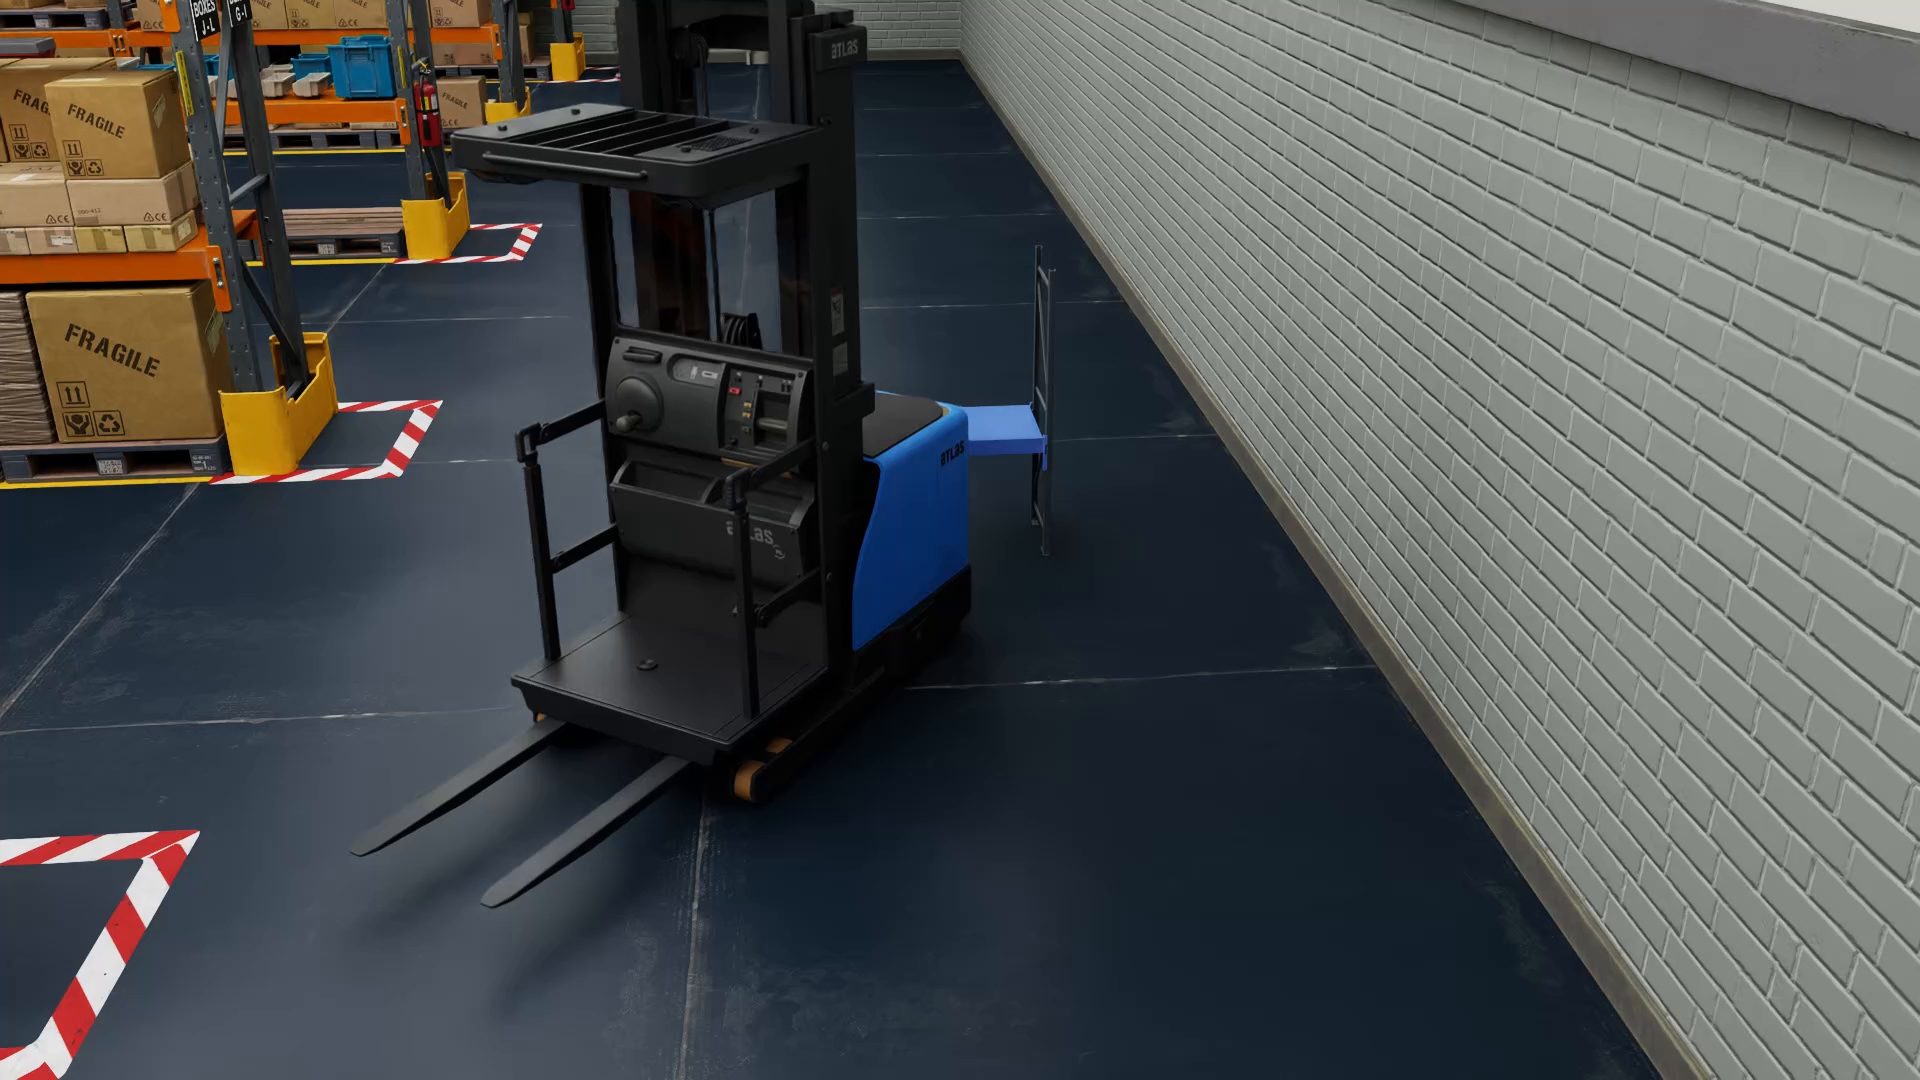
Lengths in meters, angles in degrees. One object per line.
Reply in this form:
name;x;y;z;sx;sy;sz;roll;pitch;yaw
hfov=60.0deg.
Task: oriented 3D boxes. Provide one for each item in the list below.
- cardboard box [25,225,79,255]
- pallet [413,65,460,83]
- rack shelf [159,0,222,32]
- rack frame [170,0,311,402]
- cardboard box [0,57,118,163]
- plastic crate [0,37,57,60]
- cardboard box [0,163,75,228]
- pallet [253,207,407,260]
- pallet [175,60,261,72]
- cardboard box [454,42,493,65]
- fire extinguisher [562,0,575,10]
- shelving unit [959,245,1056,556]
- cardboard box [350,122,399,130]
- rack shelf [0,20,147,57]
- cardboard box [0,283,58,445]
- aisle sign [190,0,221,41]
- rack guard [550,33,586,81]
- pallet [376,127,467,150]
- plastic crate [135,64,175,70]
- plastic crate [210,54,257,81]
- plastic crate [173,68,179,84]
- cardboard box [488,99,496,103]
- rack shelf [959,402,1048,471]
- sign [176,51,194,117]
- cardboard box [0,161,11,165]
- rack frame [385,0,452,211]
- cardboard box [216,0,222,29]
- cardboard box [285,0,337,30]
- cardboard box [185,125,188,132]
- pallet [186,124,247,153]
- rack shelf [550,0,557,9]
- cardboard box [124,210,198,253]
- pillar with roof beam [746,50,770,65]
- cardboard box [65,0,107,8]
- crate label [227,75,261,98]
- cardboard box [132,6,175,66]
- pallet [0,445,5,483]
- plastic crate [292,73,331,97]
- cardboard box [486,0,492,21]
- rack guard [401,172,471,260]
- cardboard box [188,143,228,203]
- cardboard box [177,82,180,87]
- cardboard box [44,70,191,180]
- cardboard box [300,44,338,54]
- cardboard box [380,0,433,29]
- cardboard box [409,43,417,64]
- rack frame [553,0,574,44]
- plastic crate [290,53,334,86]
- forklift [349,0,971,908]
cardboard box;-4.937;-1.694;9.177;0.250;0.149;0.380;-2;24;-5
pallet;-7.565;-6.598;23.334;1.213;0.211;1.003;-2;24;-5
rack shelf;-6.096;-2.939;8.862;4.000;0.370;1.077;-2;24;-5
rack frame;-4.105;-1.977;9.504;0.127;3.000;1.000;-2;24;-5
cardboard box;-5.107;-2.457;9.480;0.500;0.500;0.500;-3;24;-6
plastic crate;-7.660;-3.810;13.476;0.583;0.464;0.402;-2;24;-5
cardboard box;-5.066;-1.898;9.145;0.500;0.250;0.500;-3;24;-6
pallet;-5.417;-2.687;14.536;1.213;0.211;1.003;-2;24;-5
pallet;-10.307;-6.488;23.087;1.213;0.211;1.003;-2;24;-5
cardboard box;-6.751;-6.944;23.241;0.500;0.500;0.700;-2;24;-5
fire extinguisher;-5.370;-7.597;22.703;0.183;0.674;0.296;-2;24;-5
shelving unit;-0.085;-0.682;8.438;1.048;1.500;0.538;-2;24;-5
cardboard box;-6.541;-4.779;18.652;0.500;0.250;0.500;-2;24;-5
rack shelf;-11.046;-5.413;18.121;4.000;0.370;1.077;-2;24;-5
cardboard box;-5.640;-1.104;9.639;0.875;0.875;0.875;-2;24;-5
aisle sign;-4.004;-3.046;8.710;0.004;0.787;0.394;-2;24;-5
rack guard;-5.542;-6.842;23.528;0.348;0.500;1.175;-2;24;-5
pallet;-5.944;-4.671;19.000;1.213;0.211;1.003;-2;24;-5
plastic crate;-6.611;-3.744;13.613;0.300;0.233;0.416;-2;24;-5
plastic crate;-6.181;-4.000;14.189;0.300;0.233;0.416;-2;24;-5
plastic crate;-6.869;-3.917;14.120;0.466;0.136;0.293;-2;24;-5
cardboard box;-5.526;-5.002;19.278;0.250;0.149;0.380;-2;24;-5
rack shelf;-0.085;-0.518;8.511;1.000;0.185;0.538;-2;24;-5
sign;-4.066;-2.394;8.726;0.005;0.325;0.100;-2;24;-5
cardboard box;-5.627;-2.092;9.582;0.500;0.250;0.500;-3;24;-7
rack frame;-4.592;-3.979;14.008;0.127;3.000;1.000;-2;24;-5
cardboard box;-8.013;-5.799;17.981;0.500;0.500;0.500;-2;24;-4
cardboard box;-7.009;-5.839;18.071;0.500;0.500;0.500;-3;24;-6
cardboard box;-8.617;-4.723;18.452;0.500;0.311;0.500;-2;24;-5
pallet;-8.372;-4.574;18.781;1.213;0.211;1.003;-2;24;-5
rack shelf;-7.556;-7.575;22.984;4.000;0.370;1.077;-2;24;-5
cardboard box;-4.427;-1.715;9.224;0.250;0.149;0.380;-2;24;-4
pillar with roof beam;-2.541;-9.442;18.913;0.400;9.000;9.100;-2;24;-5
cardboard box;-9.549;-6.130;18.209;0.500;0.500;0.700;-11;26;-23
crate label;-5.951;-3.753;13.752;0.243;0.136;0.396;-2;24;-5
cardboard box;-11.065;-6.918;22.751;0.750;0.750;0.750;-2;24;-4
pallet;-6.105;-0.592;9.821;1.213;0.211;1.003;-2;24;-5
plastic crate;-5.386;-3.780;13.812;0.243;0.136;0.396;-2;24;-5
cardboard box;-5.543;-6.116;18.693;0.500;0.500;0.500;-2;24;-4
rack guard;-4.570;-2.843;14.530;0.348;0.500;1.175;-2;24;-5
cardboard box;-4.610;-2.134;9.677;0.500;0.250;0.500;-3;24;-7
cardboard box;-8.517;-5.018;18.882;0.500;0.500;0.500;-2;24;-5
cardboard box;-4.564;-2.261;9.039;0.500;0.500;0.500;-2;24;-4
cardboard box;-8.792;-6.862;23.055;0.500;0.500;0.700;-2;24;-4
cardboard box;-6.010;-5.877;18.155;0.500;0.500;0.500;-2;24;-5
cardboard box;-7.781;-6.900;23.141;0.500;0.500;0.700;-2;24;-4
rack frame;-5.566;-7.983;23.018;0.127;3.000;1.000;-2;24;-5
plastic crate;-5.525;-4.027;14.248;0.300;0.233;0.416;-2;24;-5
forklift;-1.100;-0.529;6.331;1.130;2.935;3.031;13;27;26
